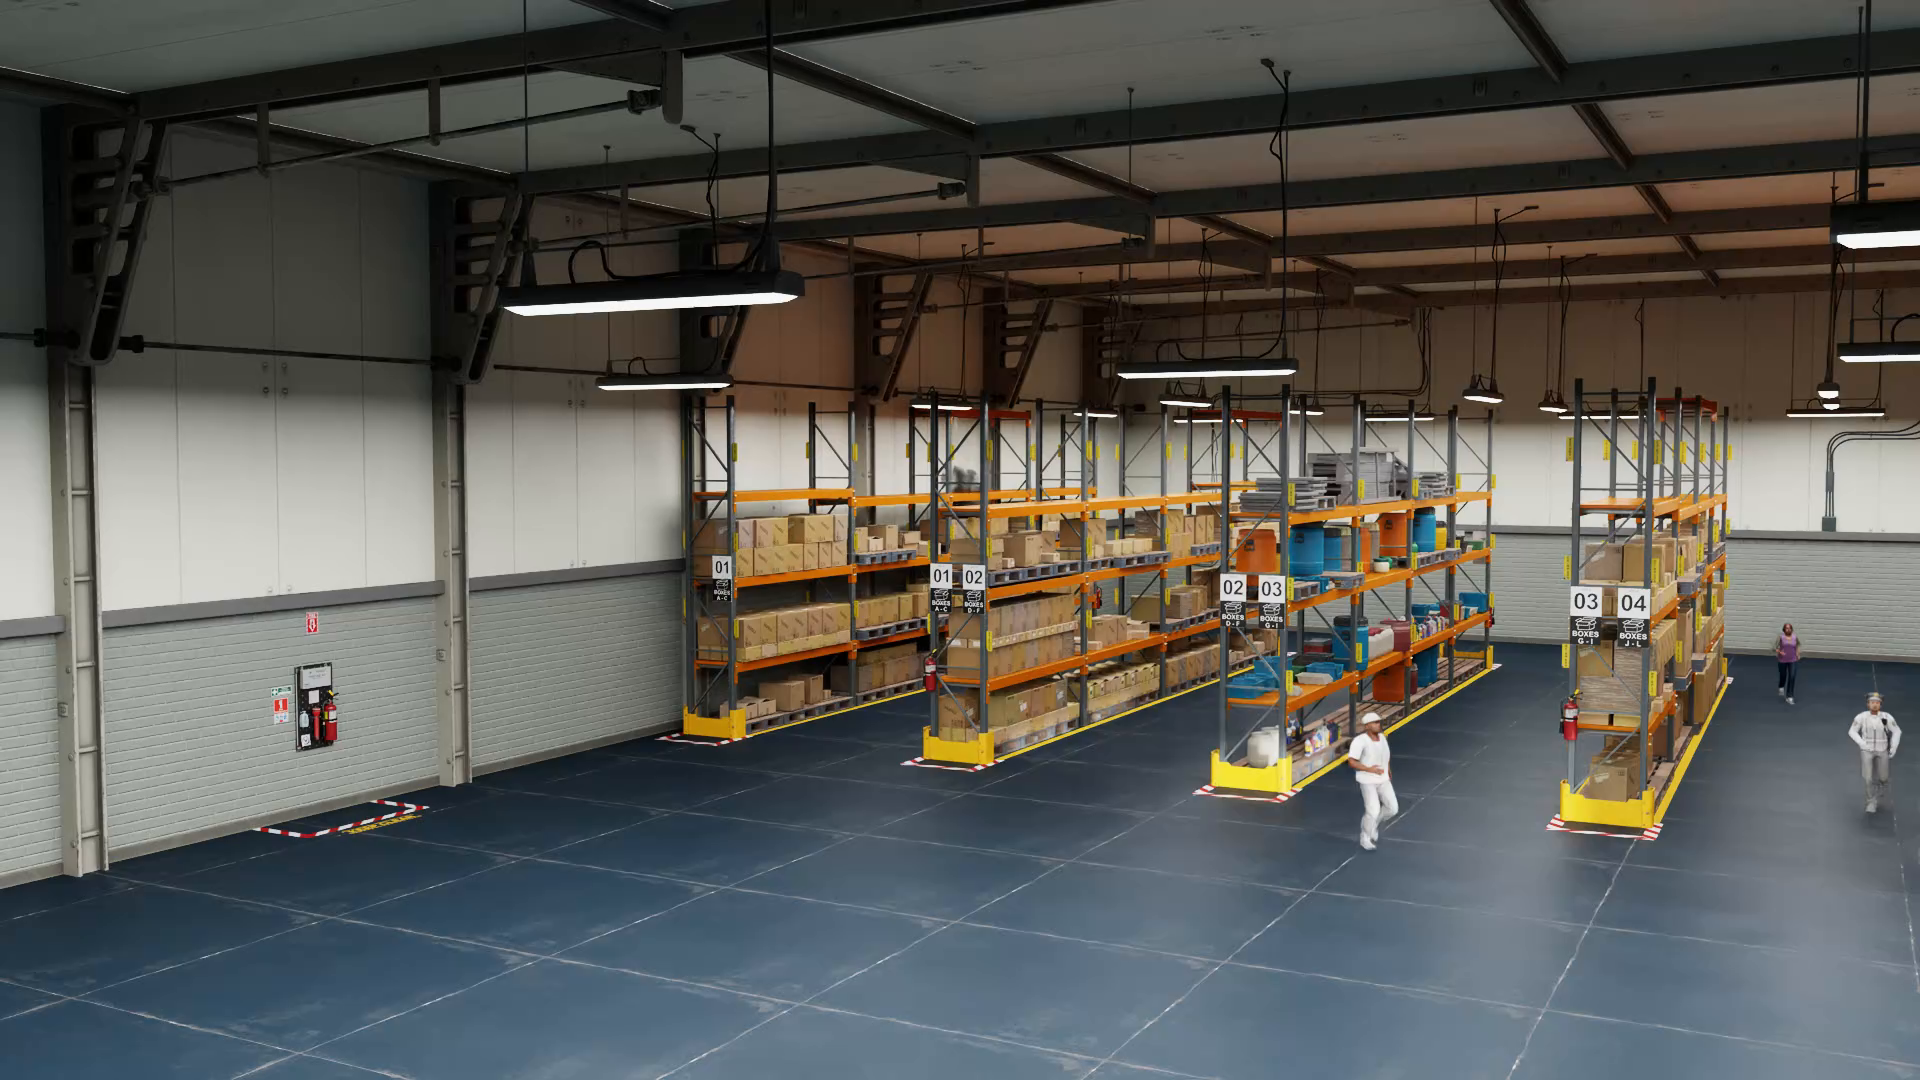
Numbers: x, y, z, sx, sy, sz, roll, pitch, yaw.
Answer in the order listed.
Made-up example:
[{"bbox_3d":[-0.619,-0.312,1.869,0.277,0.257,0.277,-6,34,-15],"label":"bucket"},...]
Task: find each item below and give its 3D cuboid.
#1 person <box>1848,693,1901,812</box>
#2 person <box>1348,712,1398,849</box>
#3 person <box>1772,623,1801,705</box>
[{"bbox_3d":[12.807,2.959,23.287,0.652,1.666,0.556,1,3,26],"label":"person"},{"bbox_3d":[5.223,3.030,20.899,0.756,1.728,0.558,-2,3,-30],"label":"person"},{"bbox_3d":[16.550,2.449,33.281,0.546,1.594,0.879,1,3,17],"label":"person"}]
